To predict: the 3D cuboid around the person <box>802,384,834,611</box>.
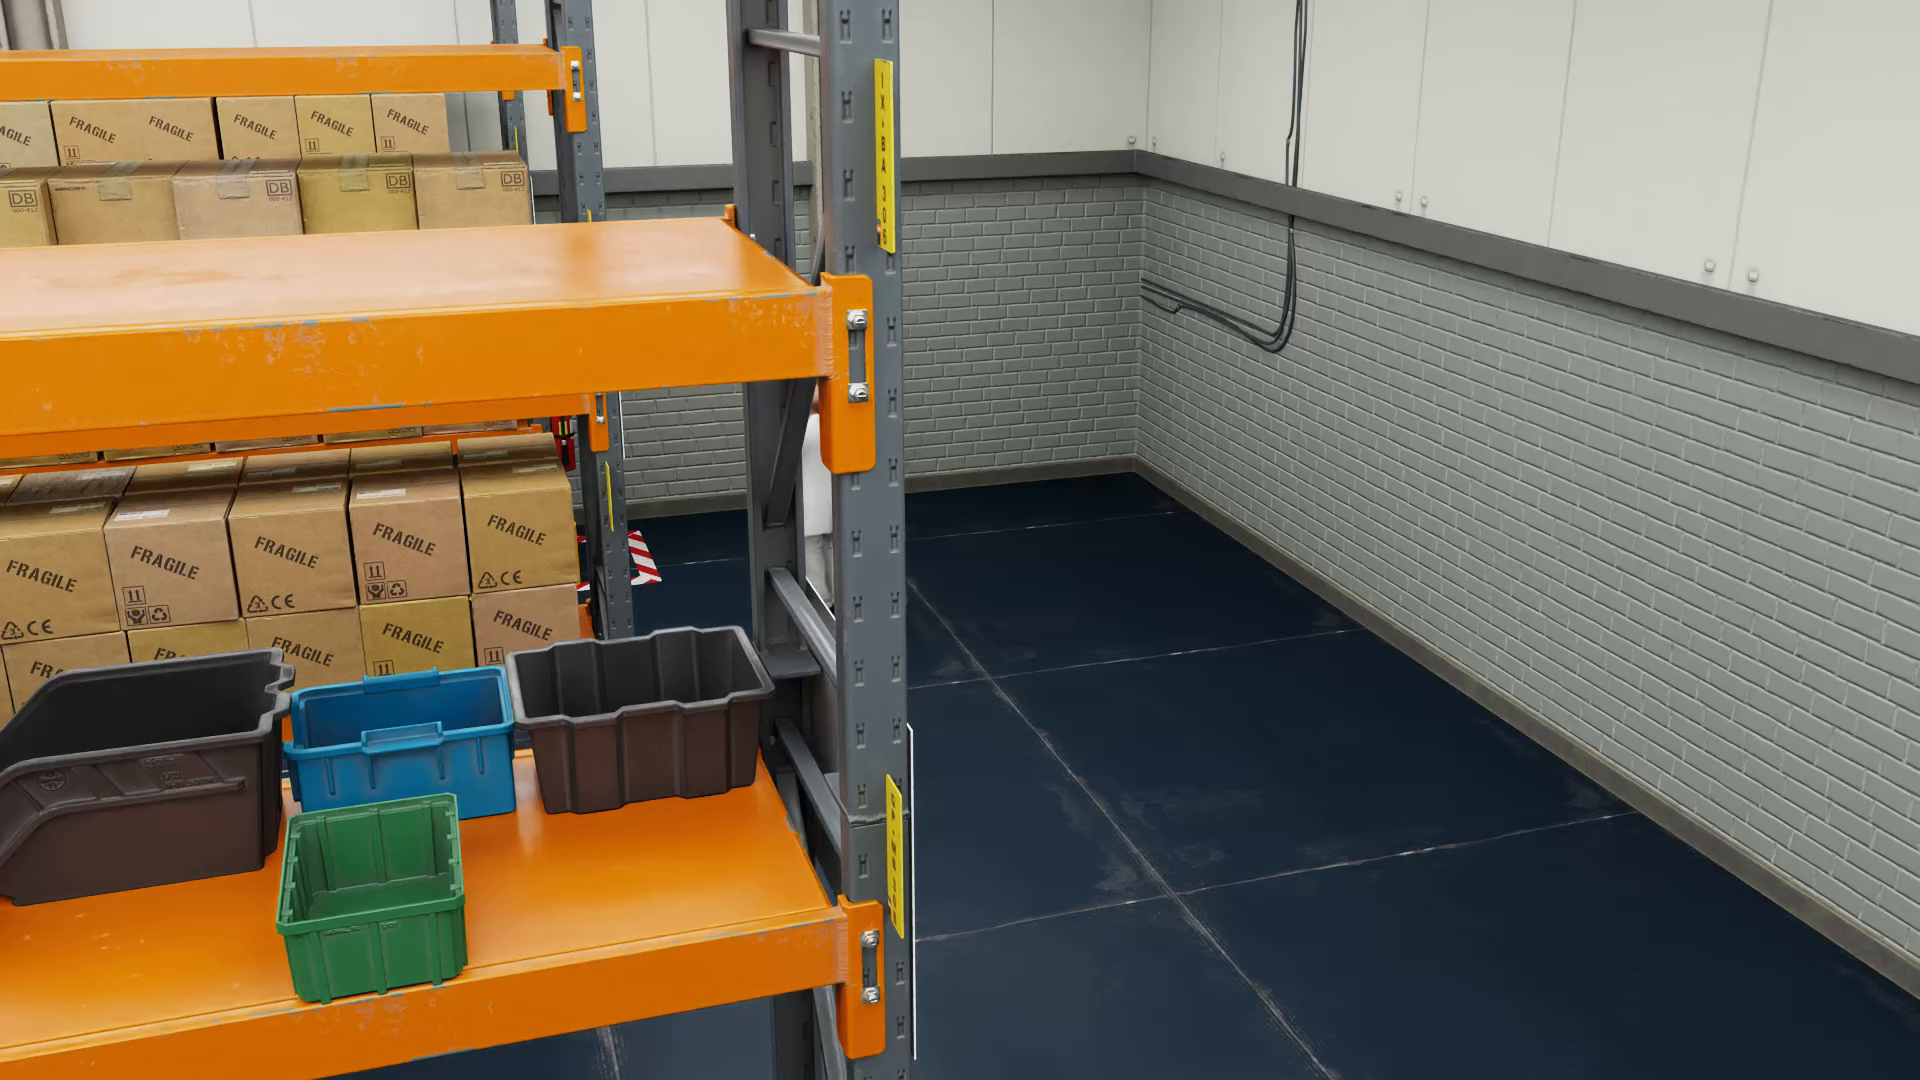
[{"bbox_3d":[-1.112,-0.284,12.464,0.623,1.832,0.510,-11,22,-29],"label":"person"}]
